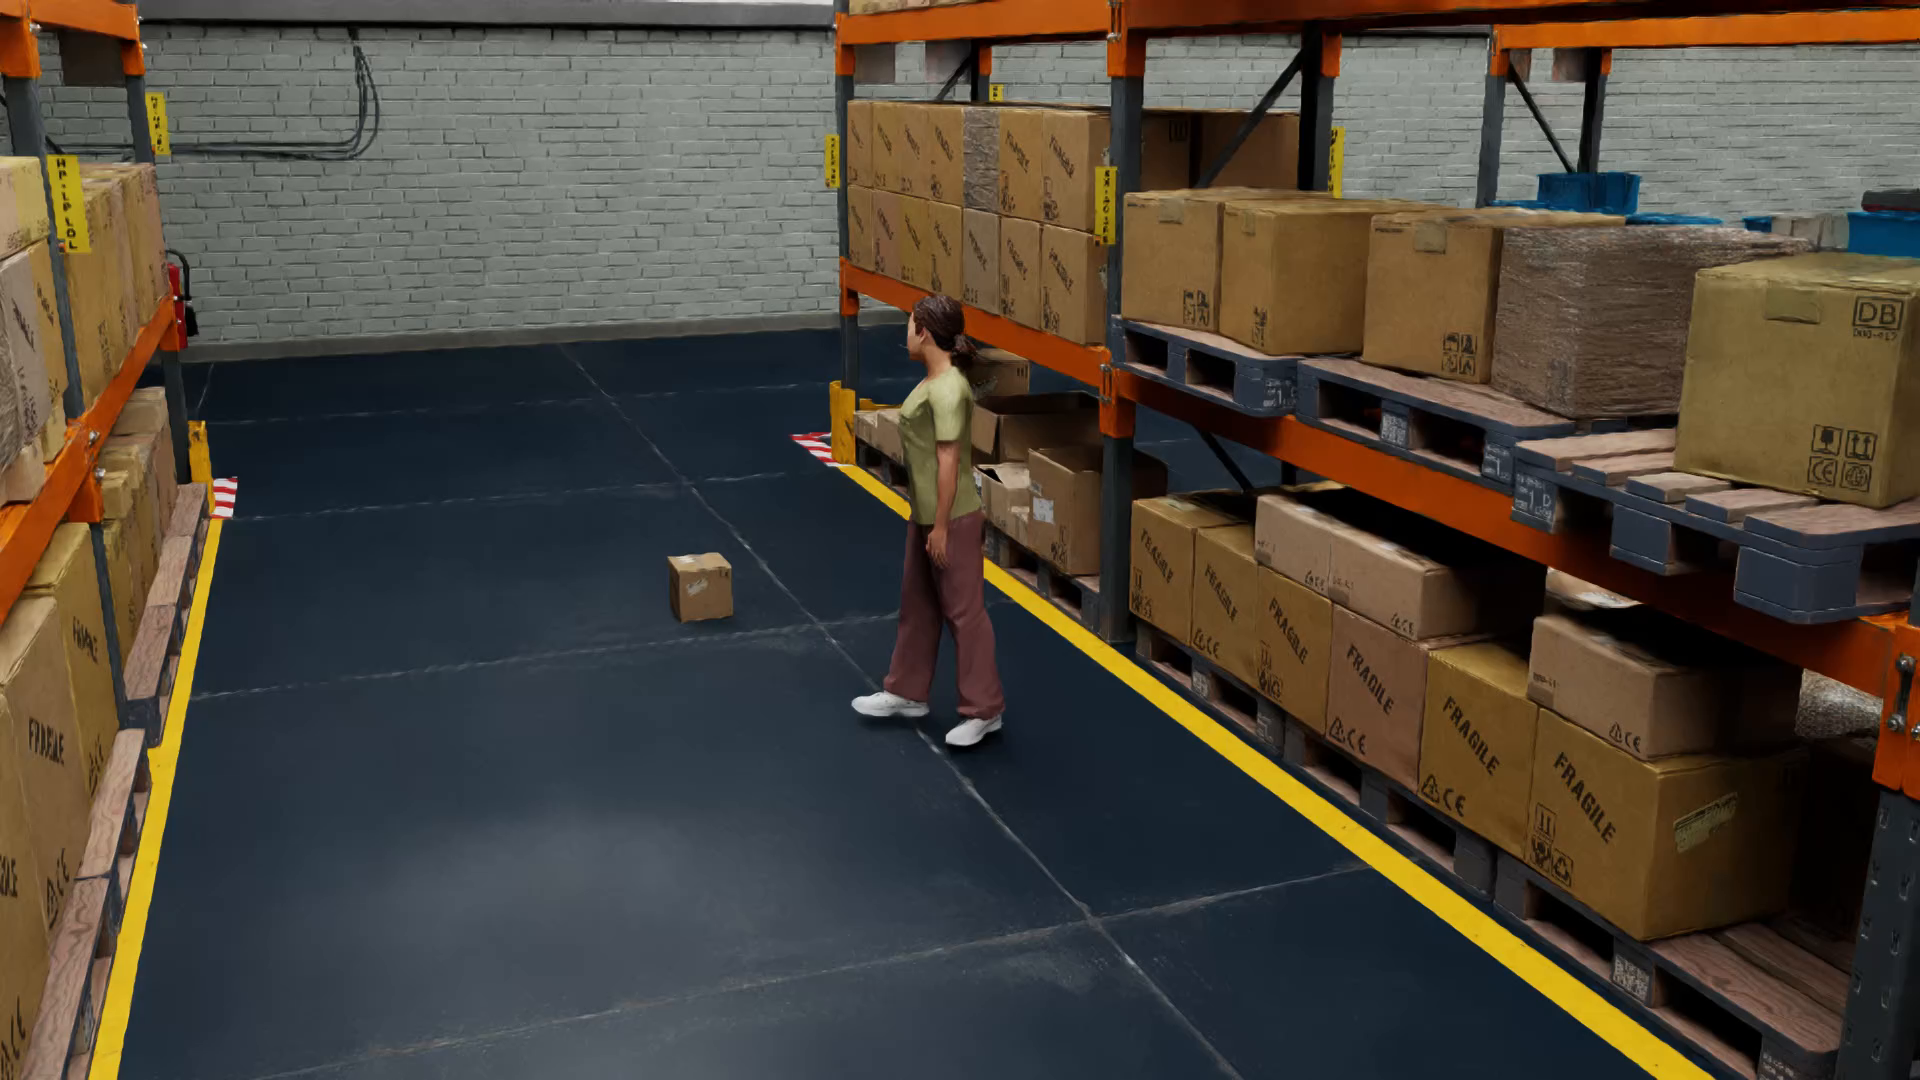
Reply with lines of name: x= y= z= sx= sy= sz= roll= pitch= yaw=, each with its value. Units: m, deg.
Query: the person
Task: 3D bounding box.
person: x=-0.124 y=-0.089 z=6.261 sx=0.578 sy=1.666 sz=0.562 roll=-3 pitch=16 yaw=-9
